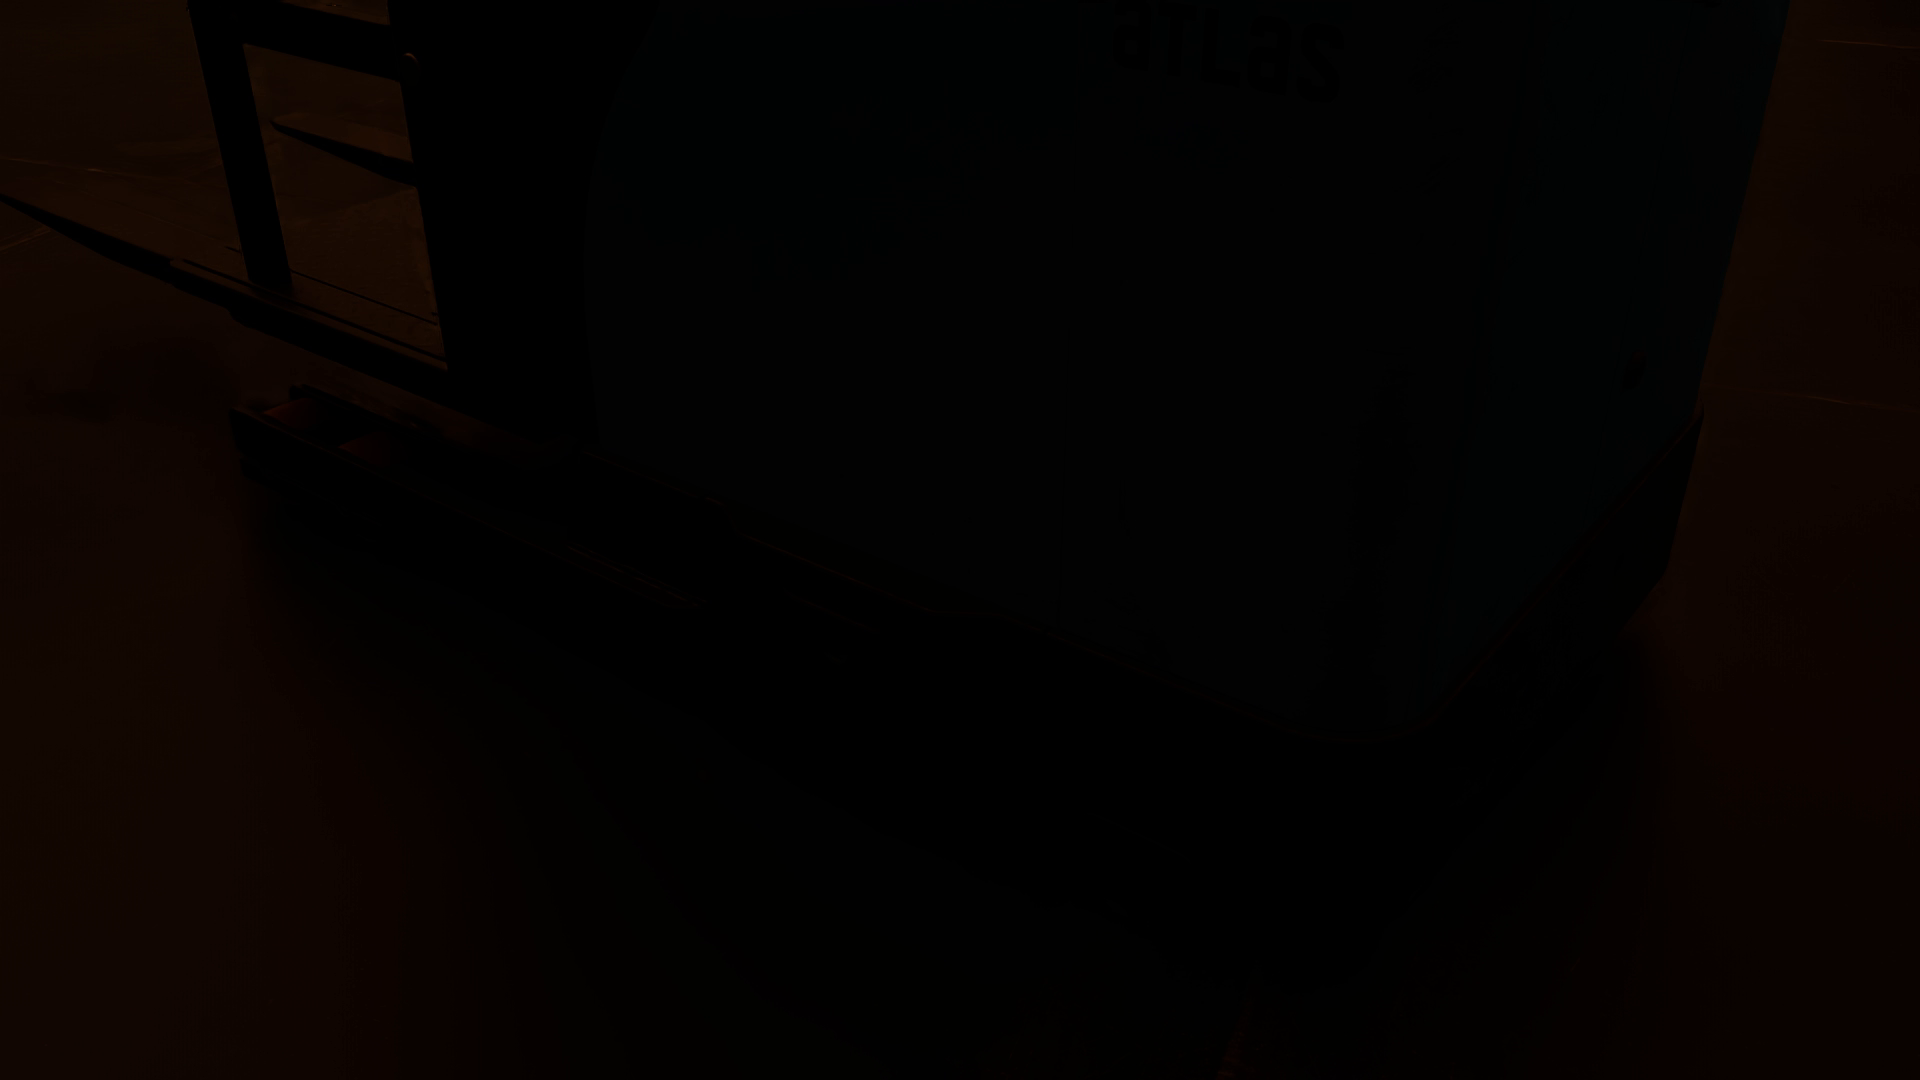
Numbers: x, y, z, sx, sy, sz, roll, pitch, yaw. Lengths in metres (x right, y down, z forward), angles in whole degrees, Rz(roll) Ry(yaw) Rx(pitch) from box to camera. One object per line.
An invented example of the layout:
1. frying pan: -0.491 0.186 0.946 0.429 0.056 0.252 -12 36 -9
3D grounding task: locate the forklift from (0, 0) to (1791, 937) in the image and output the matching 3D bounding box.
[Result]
1. forklift: -0.498 -1.454 2.093 3.031 2.935 1.130 21 35 32
